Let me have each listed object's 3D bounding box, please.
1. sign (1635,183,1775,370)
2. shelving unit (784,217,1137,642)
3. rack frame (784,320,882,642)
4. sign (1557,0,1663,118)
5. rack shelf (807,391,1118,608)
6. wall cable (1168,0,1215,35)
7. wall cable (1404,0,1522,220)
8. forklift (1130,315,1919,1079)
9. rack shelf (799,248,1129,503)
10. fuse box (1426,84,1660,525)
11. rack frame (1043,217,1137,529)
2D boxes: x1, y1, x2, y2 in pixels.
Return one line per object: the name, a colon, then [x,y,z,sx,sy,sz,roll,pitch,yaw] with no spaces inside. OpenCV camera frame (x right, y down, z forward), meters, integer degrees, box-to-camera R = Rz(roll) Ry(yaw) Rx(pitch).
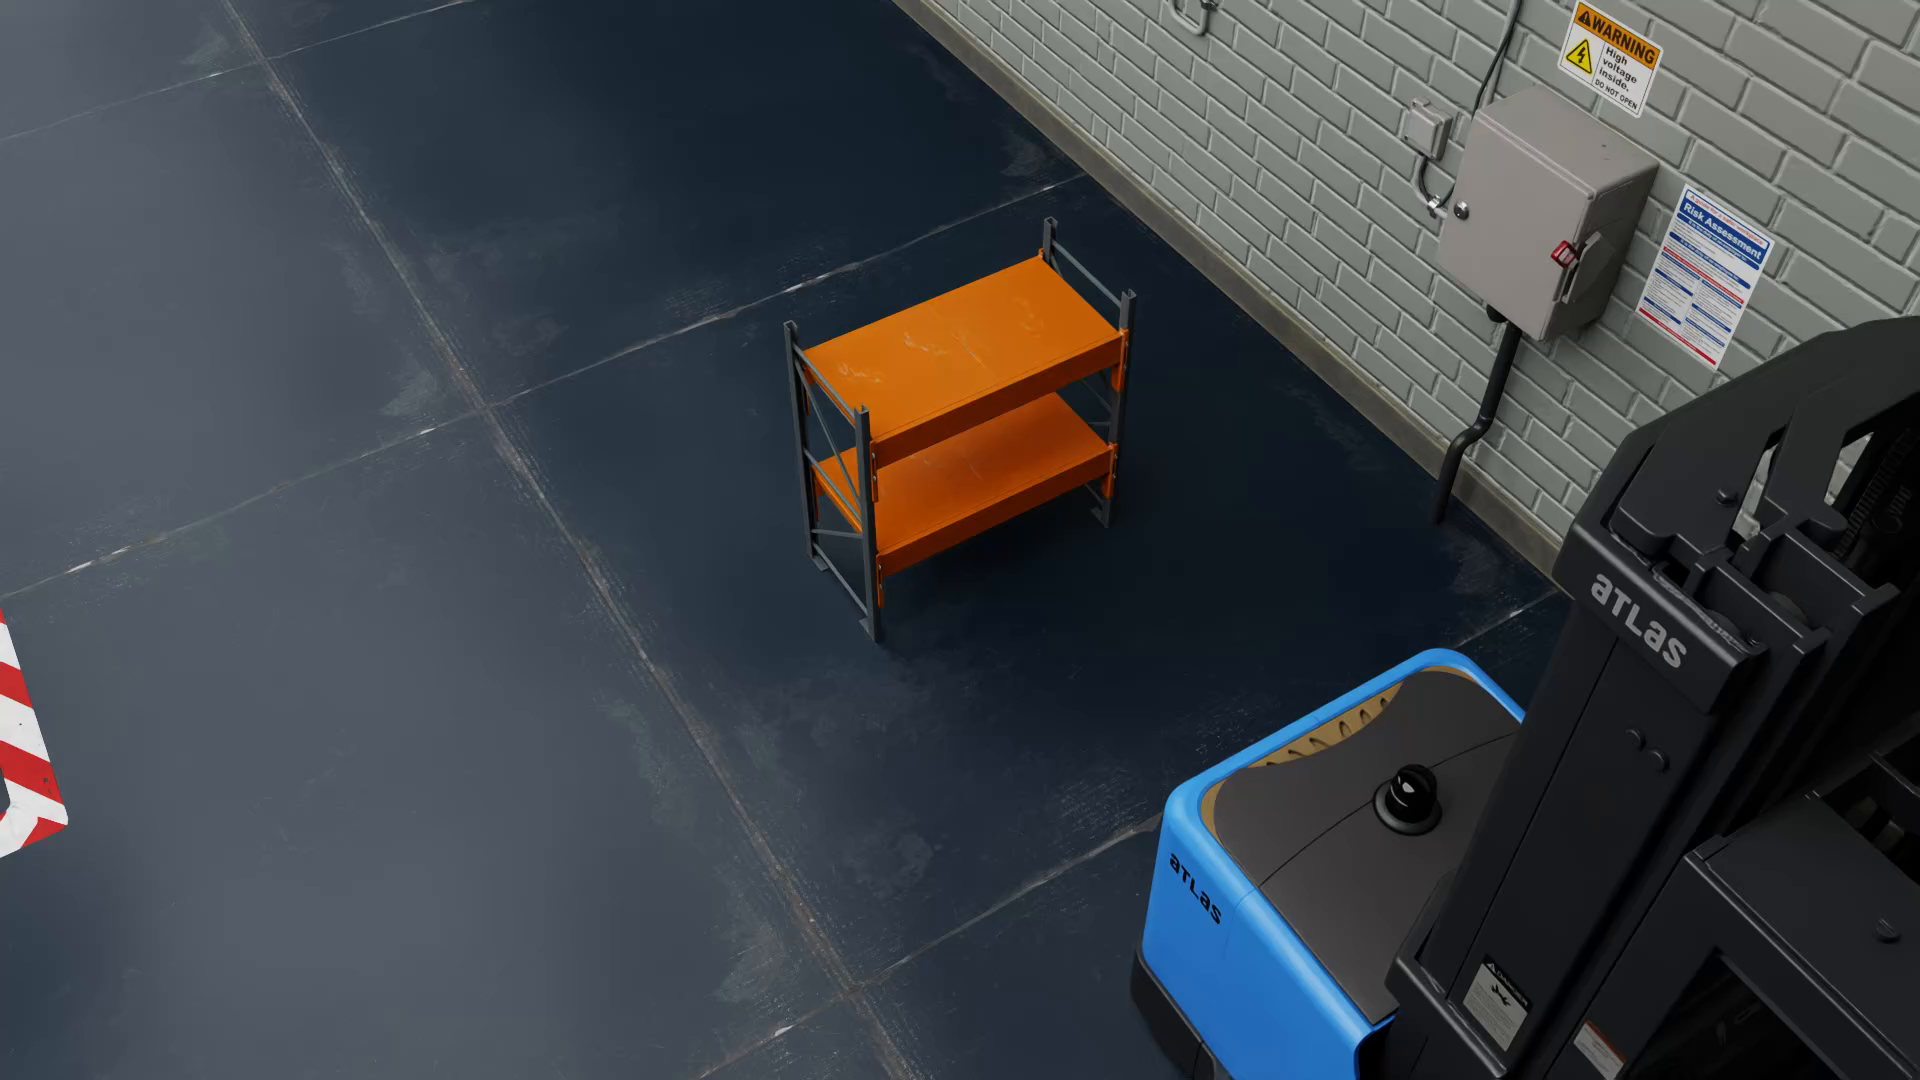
sign: [2.232,-0.788,5.007,0.001,0.494,0.329,-25,53,-21]
shelving unit: [0.006,-0.377,5.832,1.048,1.125,0.538,-25,53,-21]
rack frame: [-0.424,-0.174,5.652,0.032,1.125,0.500,-25,53,-21]
sign: [1.939,-1.441,4.972,0.001,0.242,0.339,-25,53,-21]
rack shelf: [0.006,-0.214,6.015,1.000,0.278,0.538,-25,53,-21]
wall cable: [0.796,-2.782,6.018,0.123,1.953,0.585,-25,53,-21]
wall cable: [1.562,-1.881,5.236,0.122,1.984,0.588,-25,53,-21]
forklift: [1.707,1.140,3.272,1.130,2.935,3.031,-25,53,-20]
rack shelf: [0.006,-0.571,5.614,1.000,0.278,0.538,-25,53,-21]
fuse box: [1.793,-0.620,5.657,0.414,1.711,0.539,-25,53,-21]
rack frame: [0.436,-0.579,6.013,0.032,1.125,0.500,-25,53,-21]
